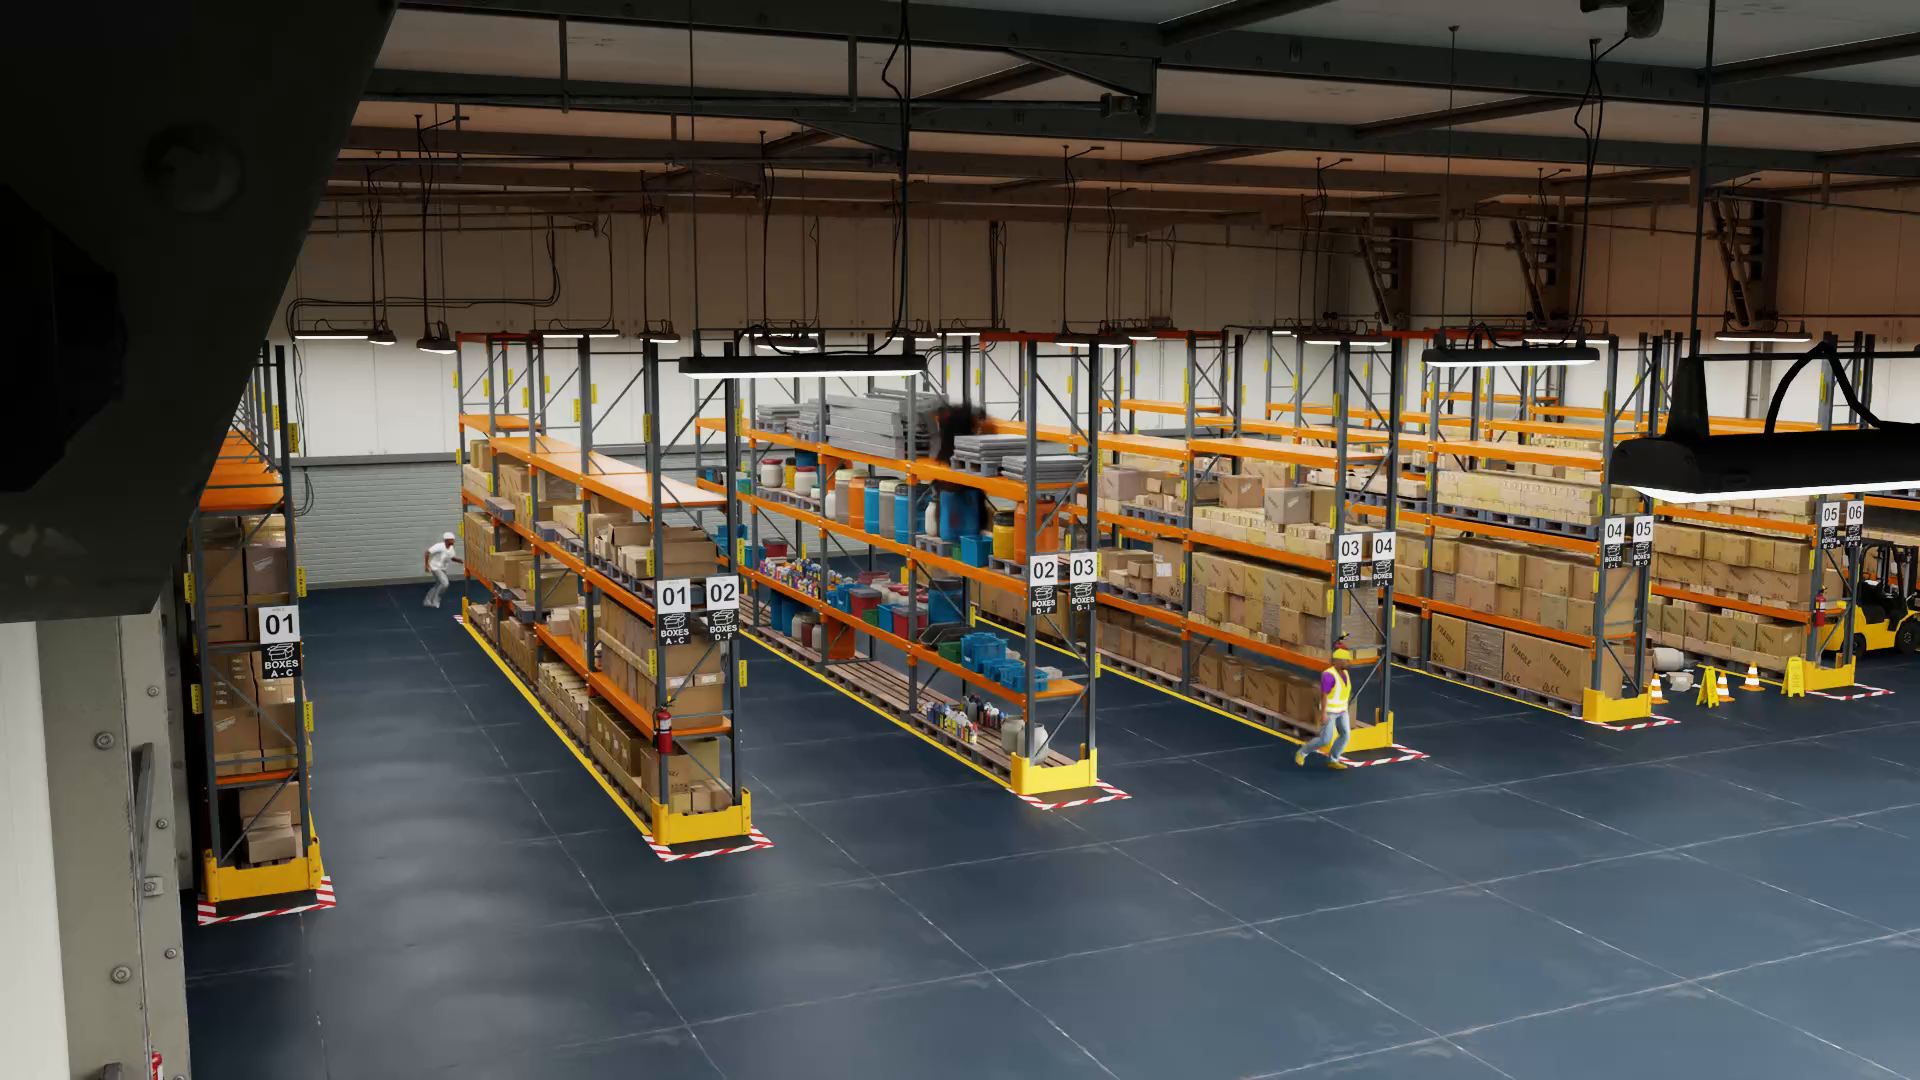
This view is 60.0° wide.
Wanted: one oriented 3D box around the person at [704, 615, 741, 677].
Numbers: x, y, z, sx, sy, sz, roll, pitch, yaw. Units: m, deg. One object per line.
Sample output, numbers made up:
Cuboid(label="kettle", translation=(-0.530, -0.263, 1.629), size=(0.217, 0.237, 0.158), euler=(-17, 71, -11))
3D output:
Cuboid(label="person", translation=(-4.096, 1.617, 28.911), size=(0.623, 1.668, 0.630), euler=(-4, 8, -24))

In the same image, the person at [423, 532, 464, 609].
Cuboid(label="person", translation=(-11.283, 0.653, 36.197), size=(0.940, 1.650, 0.747), euler=(2, 8, 13))

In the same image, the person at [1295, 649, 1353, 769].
Cuboid(label="person", translation=(5.090, 2.354, 23.219), size=(0.729, 1.714, 0.658), euler=(-7, 10, -41))
